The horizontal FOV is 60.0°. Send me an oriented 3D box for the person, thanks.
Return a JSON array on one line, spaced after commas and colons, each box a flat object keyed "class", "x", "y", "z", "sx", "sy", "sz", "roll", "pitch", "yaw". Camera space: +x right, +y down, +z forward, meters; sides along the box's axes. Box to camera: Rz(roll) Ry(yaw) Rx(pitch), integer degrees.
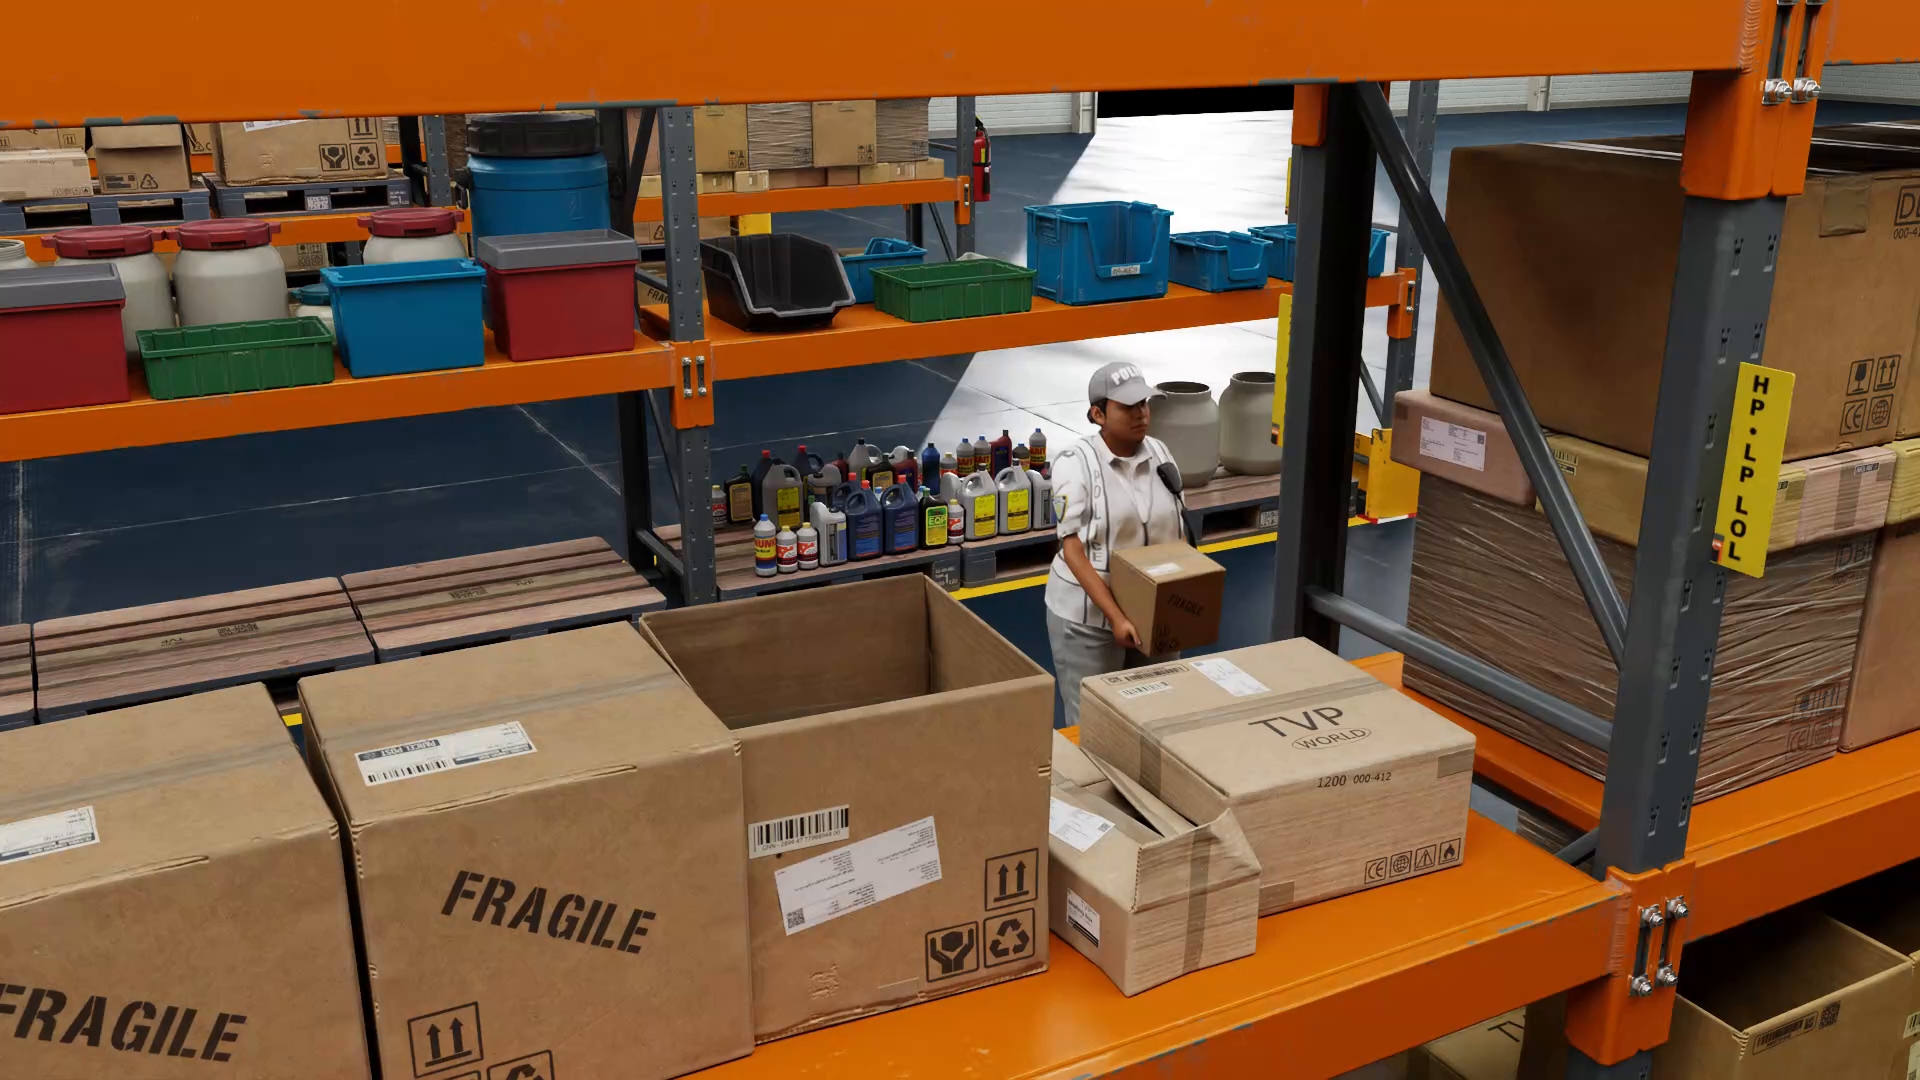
[{"class": "person", "x": 0.538, "y": 0.278, "z": 5.243, "sx": 0.447, "sy": 1.653, "sz": 0.515, "roll": -10, "pitch": 21, "yaw": -27}]
